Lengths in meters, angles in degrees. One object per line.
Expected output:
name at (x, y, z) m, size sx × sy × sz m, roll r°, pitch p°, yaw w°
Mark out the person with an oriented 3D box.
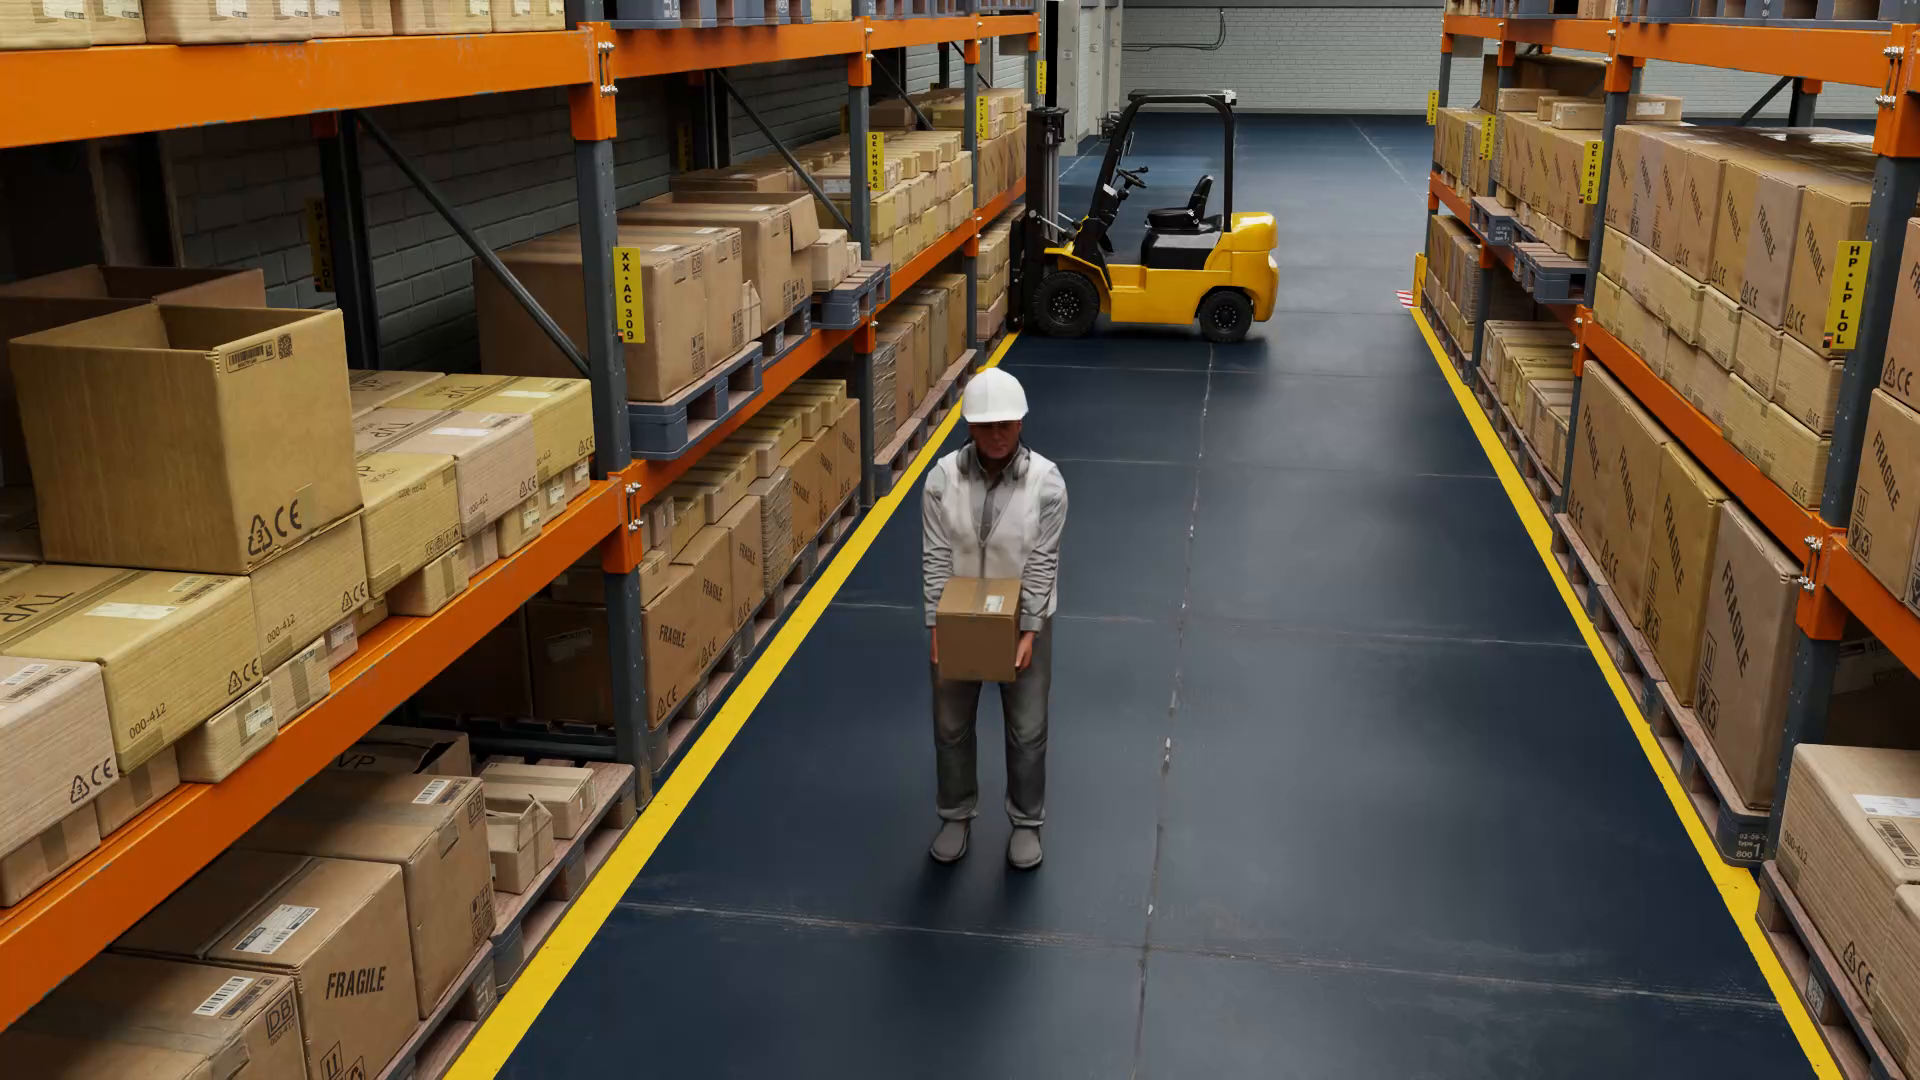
person at (0.112, 0.288, 5.634) m, size 0.487 × 1.765 × 0.577 m, roll 2°, pitch 18°, yaw 8°
